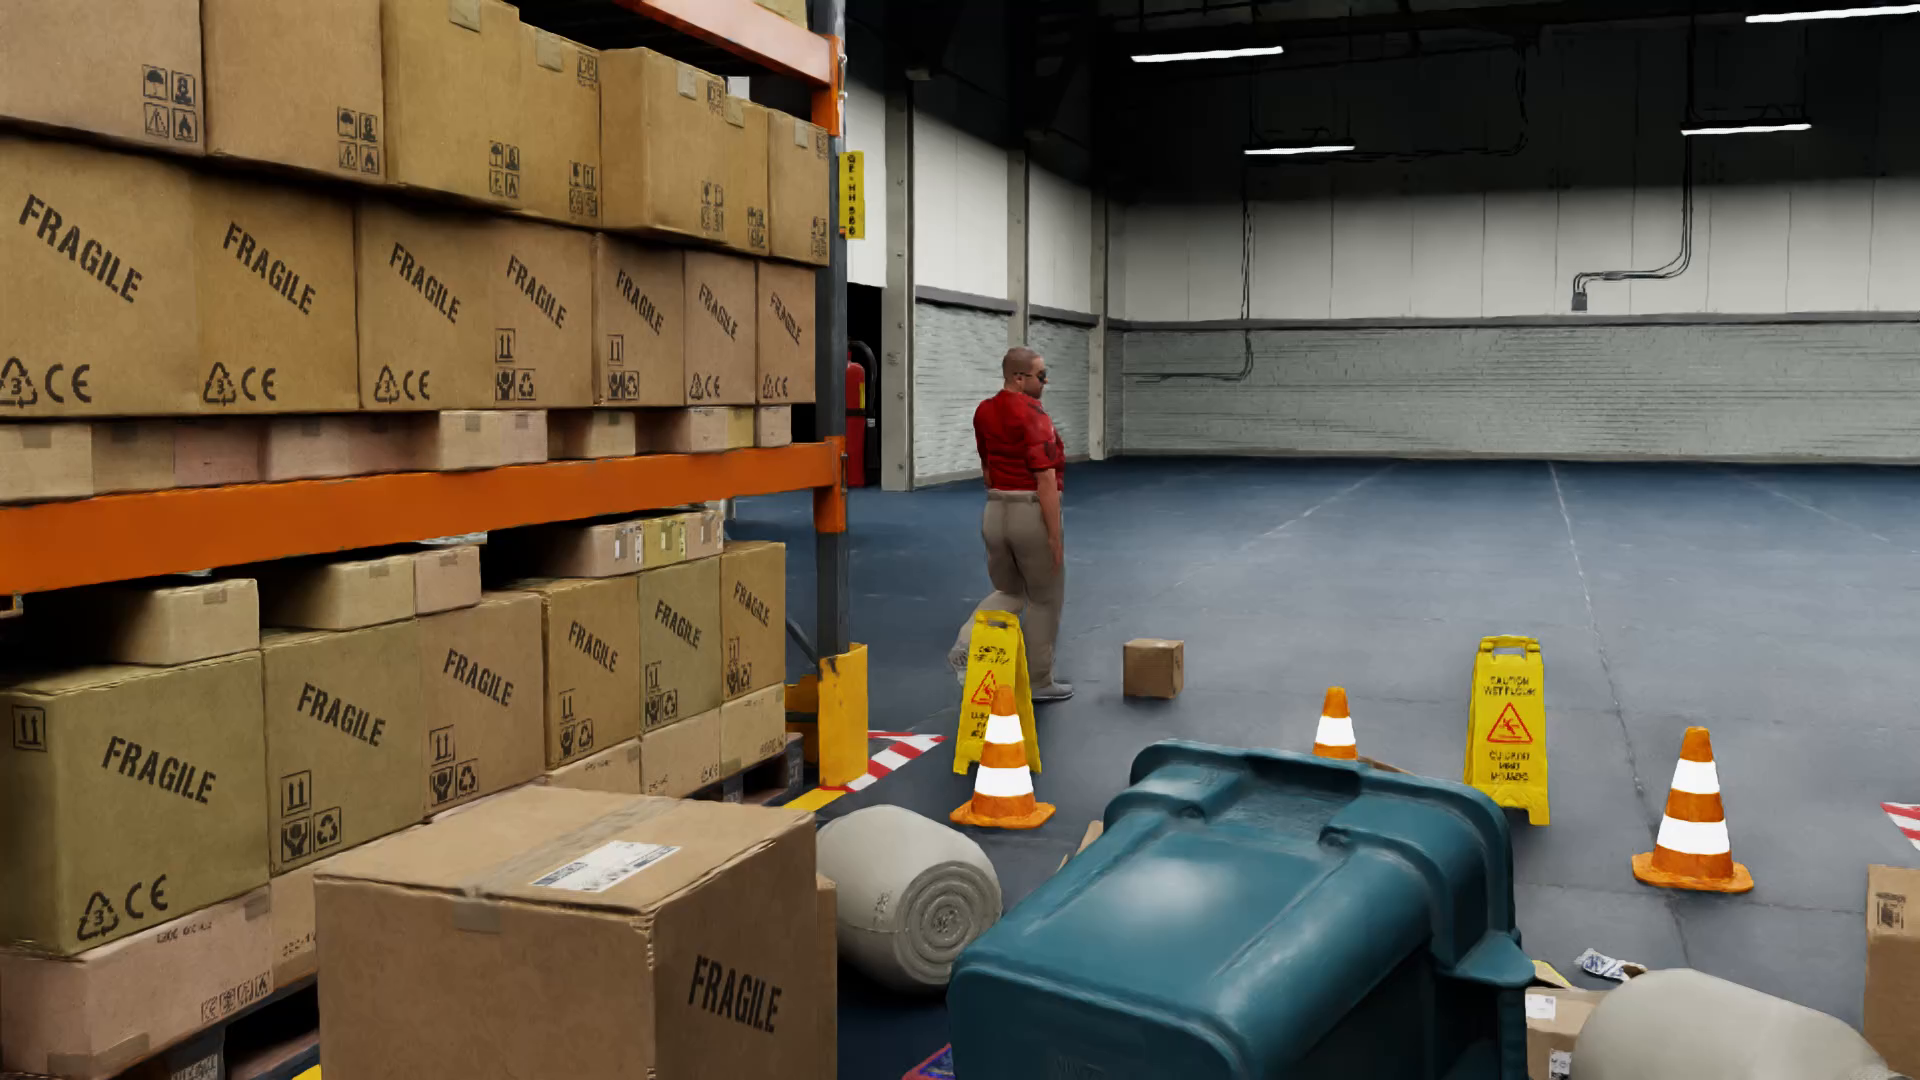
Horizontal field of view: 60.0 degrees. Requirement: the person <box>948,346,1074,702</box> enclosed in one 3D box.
[{"bbox_3d":[0.307,-0.056,7.869,0.723,1.707,0.562,-5,7,-43],"label":"person"}]
